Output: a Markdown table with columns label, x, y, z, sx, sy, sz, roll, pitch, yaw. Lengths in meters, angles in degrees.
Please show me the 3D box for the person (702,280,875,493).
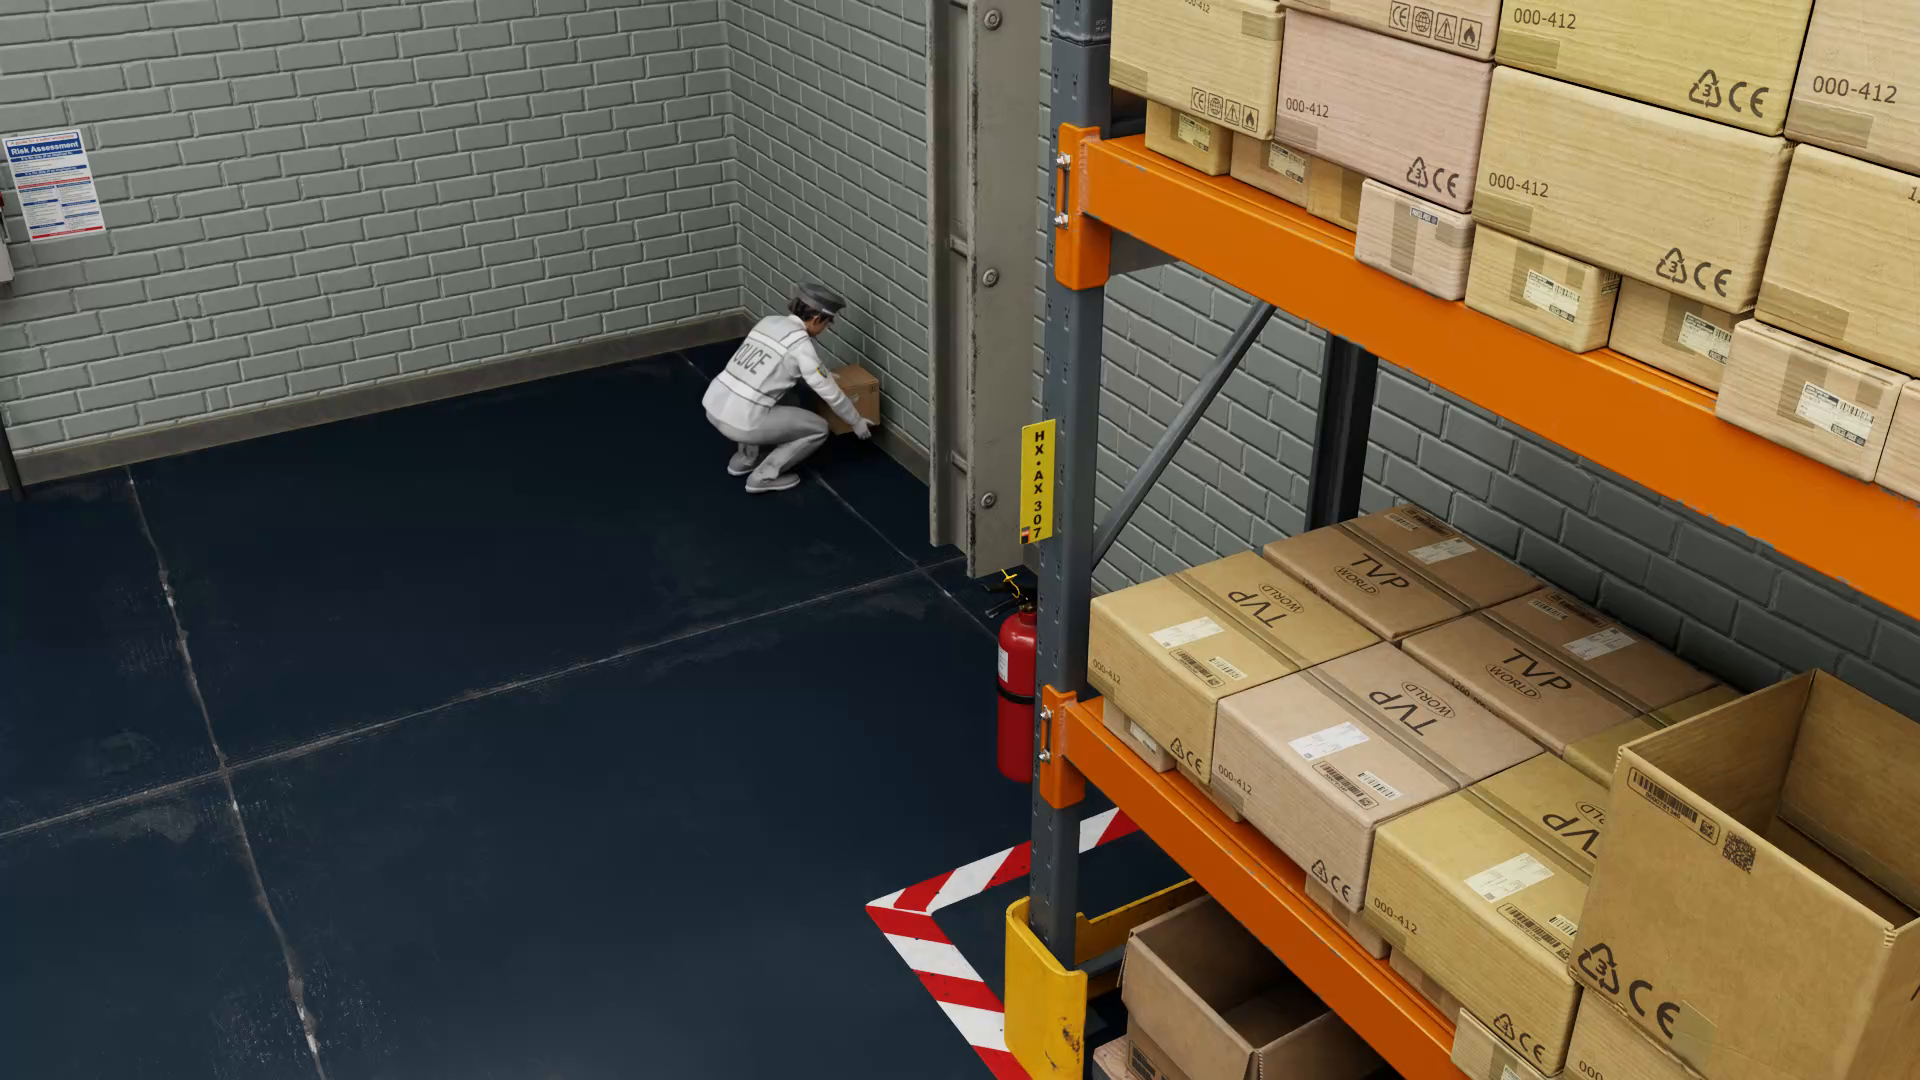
| label | x | y | z | sx | sy | sz | roll | pitch | yaw |
| --- | --- | --- | --- | --- | --- | --- | --- | --- | --- |
| person | -0.865 | -0.765 | 8.226 | 0.841 | 0.971 | 0.471 | -16 | 33 | -26 |
